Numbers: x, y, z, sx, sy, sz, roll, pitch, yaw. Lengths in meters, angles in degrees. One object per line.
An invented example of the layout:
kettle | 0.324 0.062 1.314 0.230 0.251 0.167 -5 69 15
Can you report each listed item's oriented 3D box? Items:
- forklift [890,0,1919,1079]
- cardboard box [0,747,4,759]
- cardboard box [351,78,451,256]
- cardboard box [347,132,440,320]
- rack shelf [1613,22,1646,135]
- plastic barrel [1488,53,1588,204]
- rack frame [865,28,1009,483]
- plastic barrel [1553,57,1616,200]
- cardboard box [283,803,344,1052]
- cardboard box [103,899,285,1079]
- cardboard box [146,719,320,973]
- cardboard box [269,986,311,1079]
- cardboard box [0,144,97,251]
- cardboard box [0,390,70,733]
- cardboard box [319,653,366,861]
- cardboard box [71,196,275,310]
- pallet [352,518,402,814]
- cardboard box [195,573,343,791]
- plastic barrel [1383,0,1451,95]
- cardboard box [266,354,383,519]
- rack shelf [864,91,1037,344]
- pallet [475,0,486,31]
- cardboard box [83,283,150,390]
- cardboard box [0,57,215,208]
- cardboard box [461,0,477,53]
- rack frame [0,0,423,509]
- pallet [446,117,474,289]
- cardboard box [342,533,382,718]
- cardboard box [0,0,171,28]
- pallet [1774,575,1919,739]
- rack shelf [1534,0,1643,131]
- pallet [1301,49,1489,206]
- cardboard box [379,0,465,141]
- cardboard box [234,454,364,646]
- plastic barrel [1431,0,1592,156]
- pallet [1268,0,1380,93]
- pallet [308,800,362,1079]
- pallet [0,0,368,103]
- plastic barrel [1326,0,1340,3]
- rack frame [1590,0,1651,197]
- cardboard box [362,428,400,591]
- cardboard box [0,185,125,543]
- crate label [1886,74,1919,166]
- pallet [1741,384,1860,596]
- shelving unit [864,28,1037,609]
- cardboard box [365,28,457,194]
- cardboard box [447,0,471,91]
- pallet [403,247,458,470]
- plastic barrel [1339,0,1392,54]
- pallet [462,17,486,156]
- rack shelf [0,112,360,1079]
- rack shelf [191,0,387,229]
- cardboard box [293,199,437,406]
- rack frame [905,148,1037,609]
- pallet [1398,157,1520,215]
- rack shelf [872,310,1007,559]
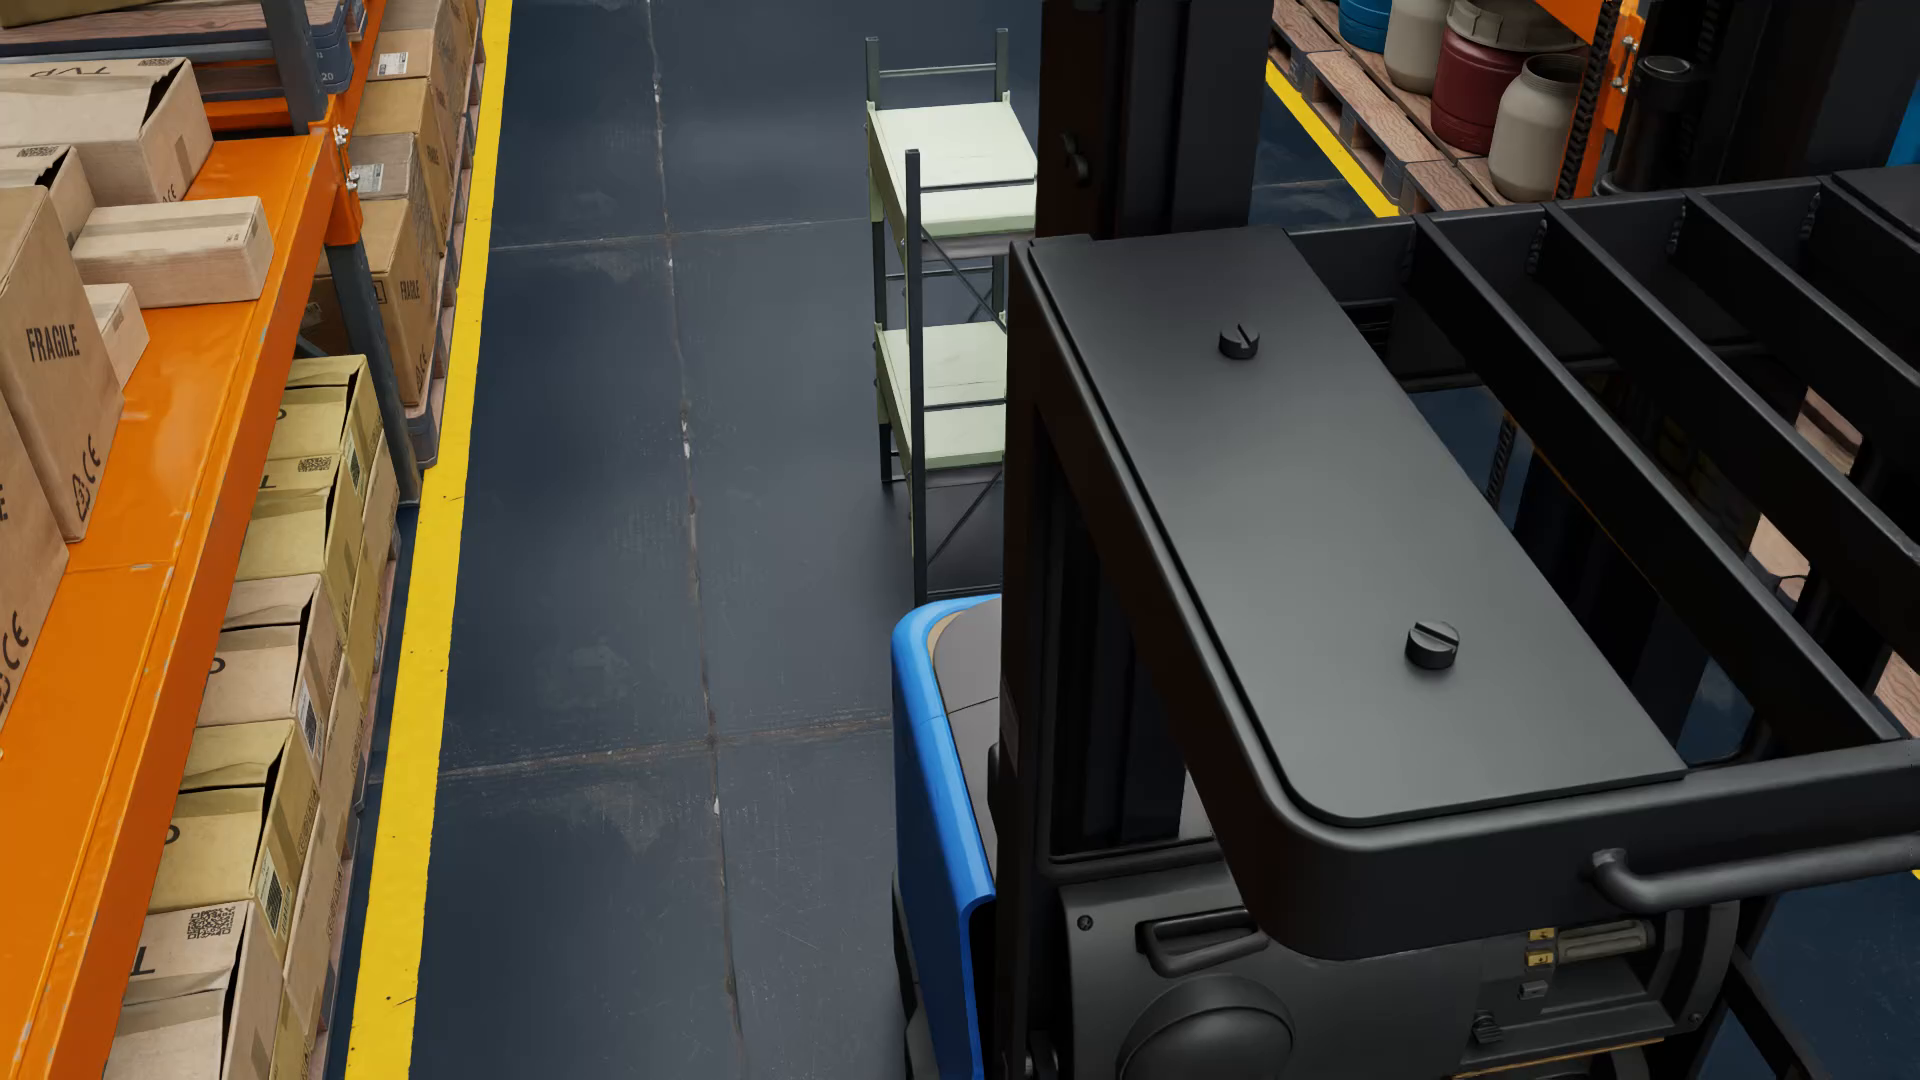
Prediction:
forklift | 0.636 0.650 2.024 1.130 2.935 3.031 -7 38 -9
cardboard box | -1.764 0.314 2.319 0.500 0.500 0.500 -4 38 -5
cardboard box | -2.234 -1.390 6.273 0.500 0.500 0.500 -7 38 -9
cardboard box | -2.151 -1.086 5.882 0.500 0.500 0.500 -8 38 -10
rack shelf | 2.973 -0.317 3.799 1.077 0.370 4.000 -6 38 -8
plastic barrel | 2.333 -1.617 6.572 0.421 0.512 0.421 0 38 0
rack frame | -0.063 -0.809 5.069 0.400 1.500 0.023 -6 38 -8
plastic barrel | 2.520 -1.411 6.048 0.600 0.830 0.708 -6 38 -8
cardboard box | -1.650 0.859 3.599 0.500 0.250 0.500 -6 38 -7
cardboard box | -1.555 0.944 3.031 0.500 0.311 0.500 -7 38 -9
cardboard box | -1.652 0.631 3.434 0.500 0.311 0.500 -5 38 -7
cardboard box | -1.562 1.166 3.203 0.500 0.250 0.500 -7 38 -9
cardboard box | -2.289 -0.682 3.756 0.500 0.311 0.500 -7 38 -8
cardboard box | -1.852 0.012 2.708 0.500 0.500 0.500 -6 38 -8
cardboard box | -1.743 0.548 3.998 0.500 0.250 0.500 -5 38 -7
cardboard box | -1.825 -0.666 3.867 0.380 0.149 0.250 -6 38 -8
pallet | -2.149 0.324 4.661 1.003 0.211 1.213 -6 38 -8
cardboard box | -1.737 0.328 3.824 0.500 0.311 0.500 -6 38 -8
plastic barrel | 2.135 -2.299 7.450 0.421 0.512 0.421 0 38 0
cardboard box | -1.921 -0.290 4.620 0.500 0.311 0.500 -5 38 -7
rack shelf | 0.001 -0.896 4.545 0.431 0.370 0.720 -6 38 -8
pallet | -3.076 -3.008 8.950 1.003 0.211 1.213 -6 38 -8
cardboard box | -1.976 -0.415 3.544 0.380 0.149 0.250 -4 38 -5
cardboard box | -2.234 -1.019 4.189 0.500 0.311 0.500 -4 38 -5
cardboard box | -2.587 -2.614 7.848 0.500 0.500 0.500 -6 38 -8
rack frame | -2.255 -1.278 4.451 1.000 3.000 0.127 -6 38 -8
pallet | -2.559 -1.367 6.838 1.003 0.211 1.213 -6 38 -8
cardboard box | -1.829 0.244 4.390 0.500 0.250 0.500 -7 38 -8
cardboard box | -2.476 -1.852 4.765 0.700 0.500 0.500 -19 42 -23
pallet | 2.931 0.500 4.435 1.003 0.211 1.213 -6 38 -8
rack shelf | 2.272 -2.733 6.909 1.077 0.370 4.000 -6 38 -8
pallet | 2.233 -1.915 7.543 1.003 0.211 1.213 -6 38 -8
cardboard box | -2.422 -2.011 7.073 0.500 0.500 0.500 -6 38 -7
cardboard box | -1.823 0.023 4.217 0.500 0.311 0.500 -7 38 -9
plastic barrel | 2.322 -1.998 7.000 0.600 0.588 0.708 -6 38 -8
pallet | 2.015 -2.653 8.493 1.003 0.211 1.213 -6 38 -8
pallet | -1.938 1.060 3.714 1.003 0.211 1.213 -6 38 -8
pallet | -2.443 -1.604 5.027 1.213 0.211 1.003 -6 38 -8
plastic barrel | 2.000 -3.232 8.333 0.600 0.901 0.708 -6 38 -8
rack frame | 2.622 -1.809 5.133 1.000 3.000 0.127 -6 38 -8
cardboard box | -1.922 -0.067 4.790 0.500 0.250 0.500 -5 38 -7
cardboard box | -1.945 -0.306 3.118 0.500 0.500 0.500 -8 39 -10
crate label | 2.530 -1.194 4.313 0.502 0.435 0.616 -6 38 -8
pallet | 2.720 -0.236 5.381 1.003 0.211 1.213 -6 38 -8
shelving unit | 0.001 -0.588 4.785 0.431 1.500 0.755 -6 38 -8
cardboard box | -2.330 -1.704 6.678 0.500 0.500 0.500 -7 38 -9
cardboard box | -2.509 -2.314 7.463 0.500 0.500 0.500 -6 38 -8
pallet | -2.348 -0.632 5.892 1.003 0.211 1.213 -6 38 -8
plastic barrel | 2.124 -2.804 7.782 0.600 0.901 0.708 -6 38 -8
pallet | -2.776 -2.106 7.789 1.003 0.211 1.213 -6 38 -8
rack shelf | -1.904 0.214 3.116 1.077 0.370 4.000 -6 38 -8
rack shelf | -2.605 -2.202 6.226 1.077 0.370 4.000 -6 38 -8
cardboard box | -2.053 -0.771 5.476 0.500 0.500 0.500 -5 38 -6
rack frame | 0.065 -0.367 4.500 0.400 1.500 0.023 -6 38 -8
pallet | 2.443 -1.179 6.596 1.003 0.211 1.213 -6 38 -8
rack shelf | 0.001 -0.331 4.985 0.431 0.370 0.720 -6 38 -8
